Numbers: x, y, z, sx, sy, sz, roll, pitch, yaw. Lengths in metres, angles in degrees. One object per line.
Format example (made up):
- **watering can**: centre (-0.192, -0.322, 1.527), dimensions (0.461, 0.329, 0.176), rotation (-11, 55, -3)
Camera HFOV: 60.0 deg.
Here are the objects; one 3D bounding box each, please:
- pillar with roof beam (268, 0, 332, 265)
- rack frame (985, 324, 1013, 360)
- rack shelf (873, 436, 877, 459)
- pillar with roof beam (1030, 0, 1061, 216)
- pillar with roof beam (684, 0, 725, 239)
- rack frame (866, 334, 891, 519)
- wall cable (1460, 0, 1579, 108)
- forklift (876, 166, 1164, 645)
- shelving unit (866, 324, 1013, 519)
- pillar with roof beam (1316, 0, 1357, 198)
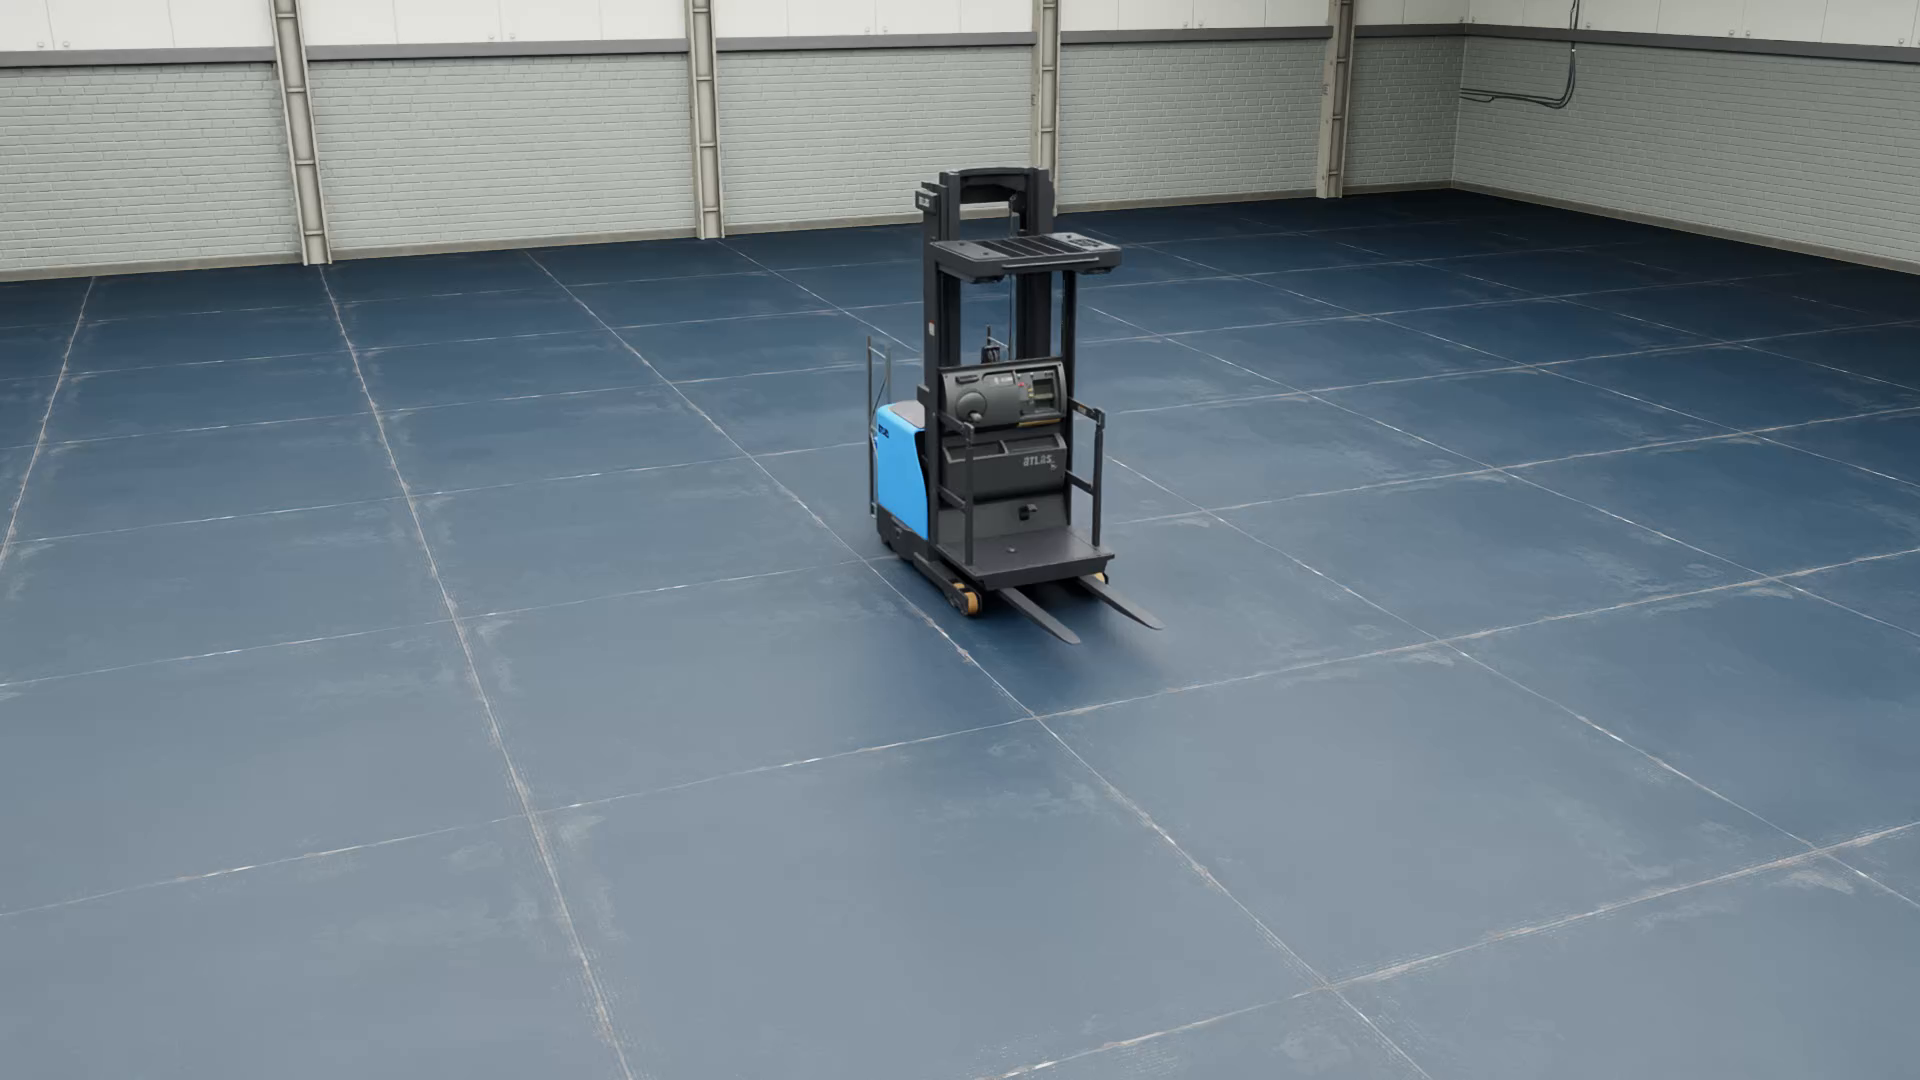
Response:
- **pillar with roof beam**: centre (-7.850, -7.054, 19.507), dimensions (0.400, 9.000, 9.100), rotation (-8, 21, -22)
- **rack frame**: centre (0.309, -0.965, 13.503), dimensions (0.032, 1.500, 0.500), rotation (-7, 21, -20)
- **rack shelf**: centre (-0.164, -0.733, 13.387), dimensions (1.000, 0.185, 0.538), rotation (-7, 21, -20)
- **pillar with roof beam**: centre (3.169, -8.633, 23.990), dimensions (0.400, 9.000, 9.100), rotation (-8, 21, -22)
- **pillar with roof beam**: centre (-2.341, -7.843, 21.749), dimensions (0.400, 9.000, 9.100), rotation (-8, 21, -22)
- **rack frame**: centre (-0.636, -0.840, 13.151), dimensions (0.032, 1.500, 0.500), rotation (-7, 21, -20)
- **wall cable**: centre (10.201, -9.255, 30.432), dimensions (0.112, 2.526, 3.097), rotation (-8, 21, -22)
- **forklift**: centre (0.405, -1.020, 11.505), dimensions (1.130, 2.935, 3.031), rotation (-8, 21, -22)
- **shelving unit**: centre (-0.164, -0.903, 13.327), dimensions (1.048, 1.500, 0.538), rotation (-7, 21, -20)
- **pillar with roof beam**: centre (8.678, -9.422, 26.232), dimensions (0.400, 9.000, 9.100), rotation (-8, 21, -22)
